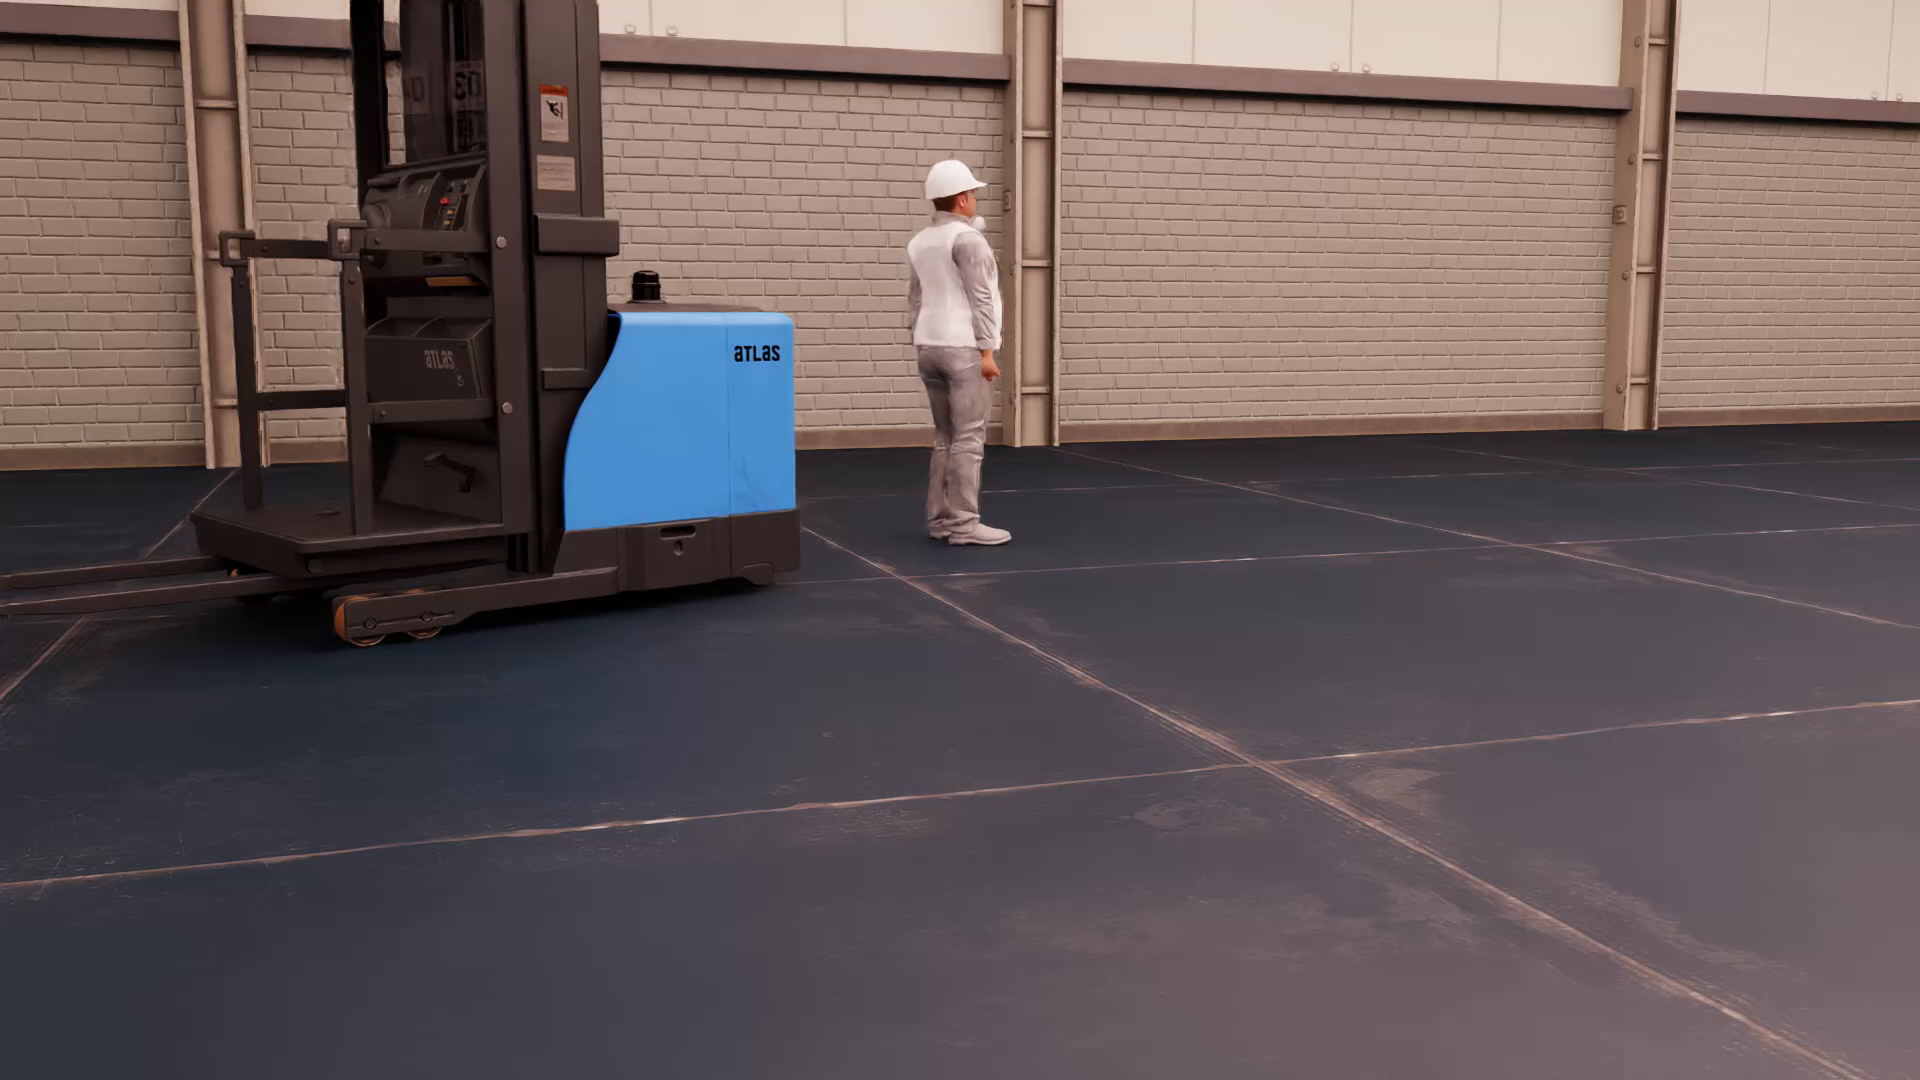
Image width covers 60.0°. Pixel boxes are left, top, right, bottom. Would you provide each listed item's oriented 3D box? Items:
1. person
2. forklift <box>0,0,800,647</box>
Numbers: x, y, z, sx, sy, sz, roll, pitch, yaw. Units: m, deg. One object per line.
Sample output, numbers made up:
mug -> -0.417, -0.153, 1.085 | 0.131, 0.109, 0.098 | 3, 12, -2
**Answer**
person -> 0.010, -0.879, 7.824 | 0.408, 1.772, 0.542 | -7, 10, -41
forklift -> -2.064, -1.185, 5.762 | 3.031, 2.935, 1.130 | -7, 10, -42
